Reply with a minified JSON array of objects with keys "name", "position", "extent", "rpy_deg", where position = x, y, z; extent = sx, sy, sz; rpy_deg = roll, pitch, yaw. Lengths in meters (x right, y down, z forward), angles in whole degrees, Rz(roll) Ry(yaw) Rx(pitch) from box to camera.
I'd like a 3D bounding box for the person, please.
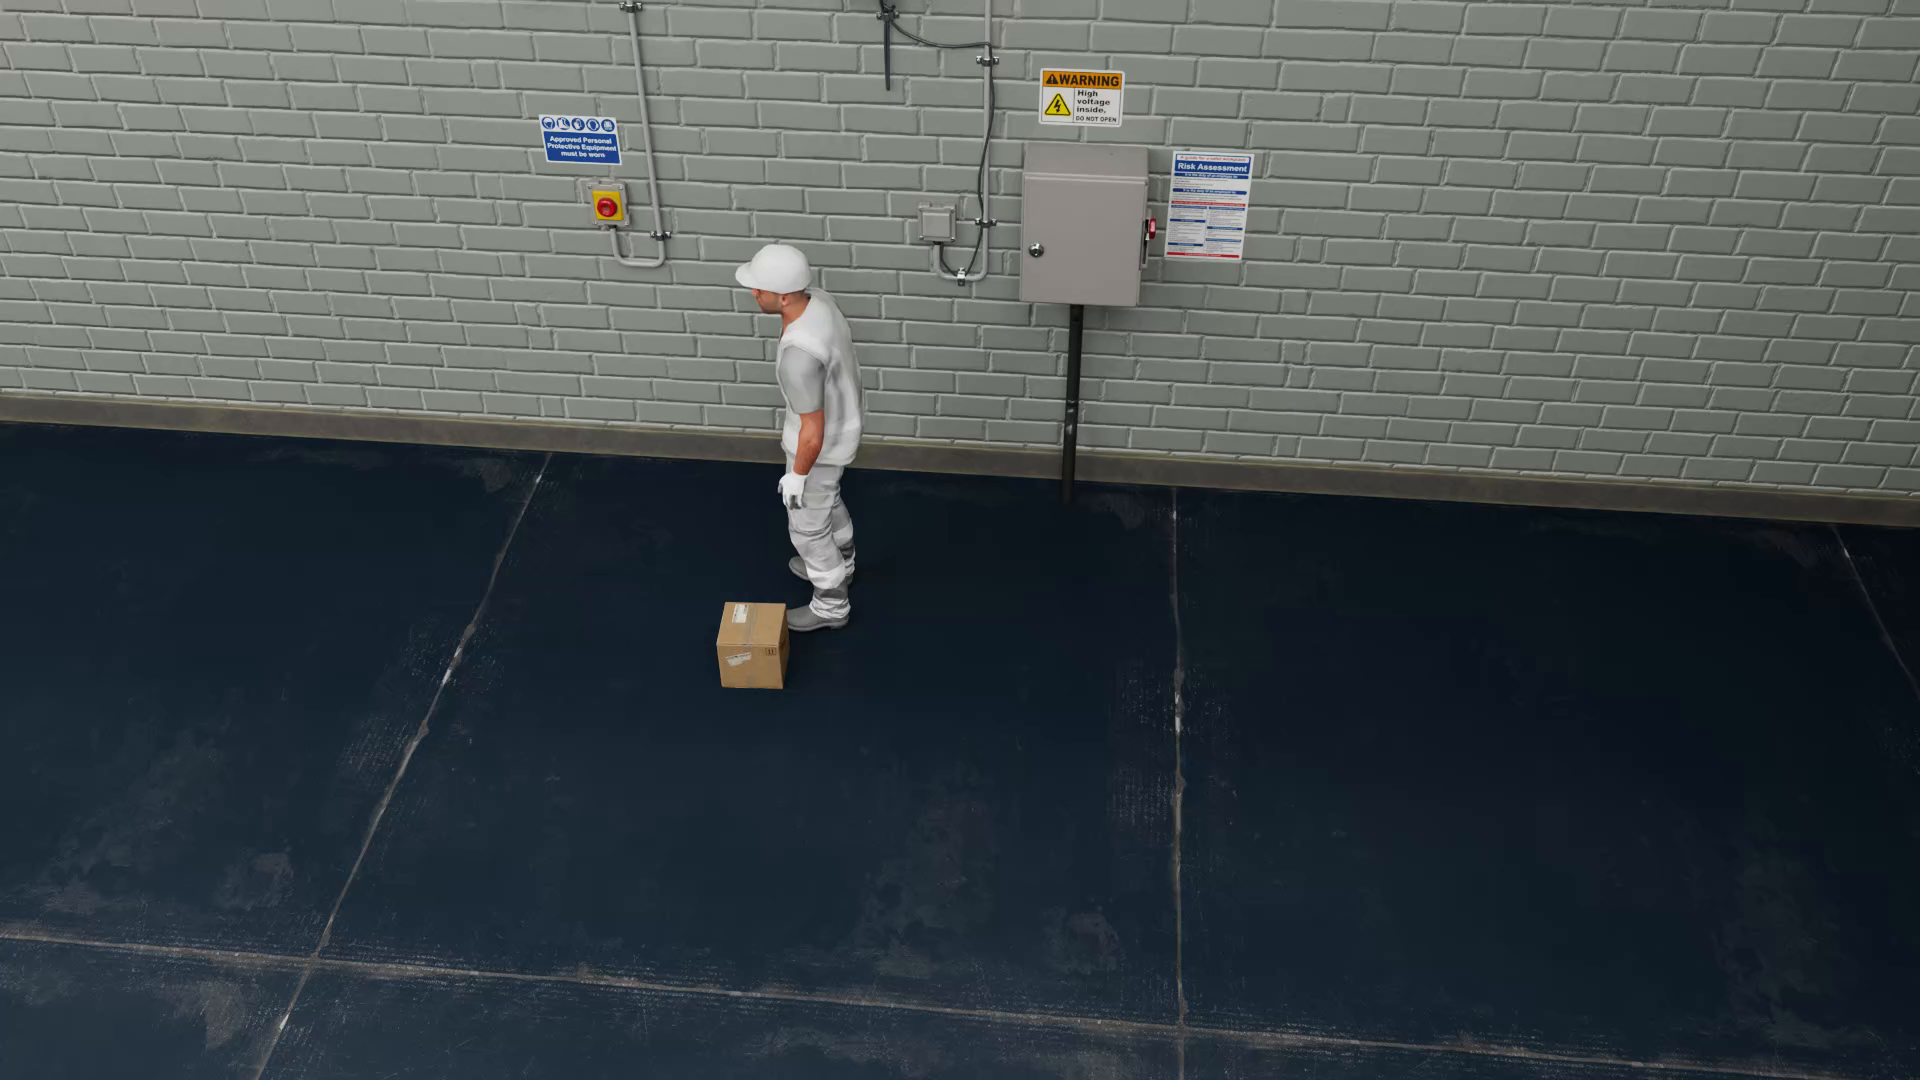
[{"name":"person","position":[-0.602,-0.395,6.619],"extent":[0.449,1.780,0.623],"rpy_deg":[2,40,2]}]
